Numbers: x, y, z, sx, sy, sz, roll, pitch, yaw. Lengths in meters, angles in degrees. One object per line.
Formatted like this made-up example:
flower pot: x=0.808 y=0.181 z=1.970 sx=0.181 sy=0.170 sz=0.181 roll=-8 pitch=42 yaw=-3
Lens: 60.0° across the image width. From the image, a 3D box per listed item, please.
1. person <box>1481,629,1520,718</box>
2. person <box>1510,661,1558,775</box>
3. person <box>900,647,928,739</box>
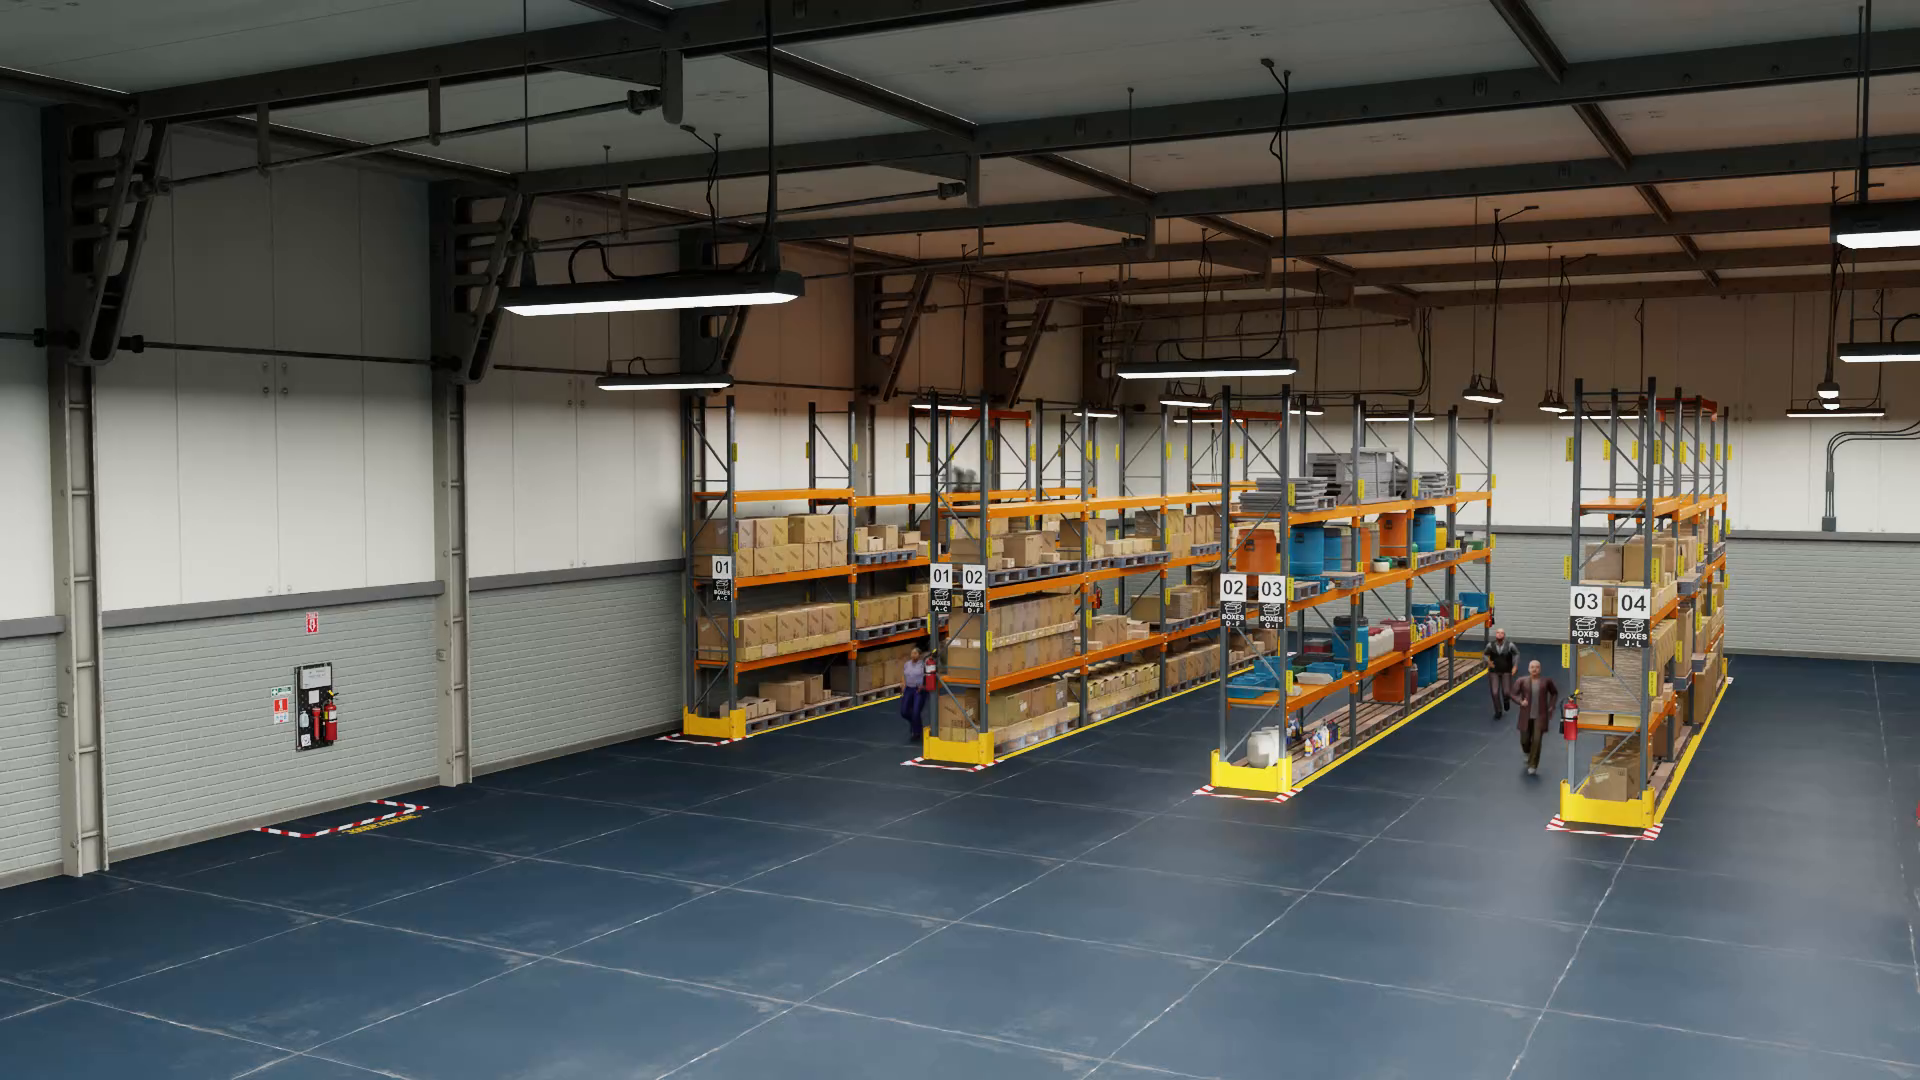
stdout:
person: x=10.188 y=2.512 z=31.355 sx=0.698 sy=1.687 sz=0.591 roll=1 pitch=3 yaw=21
person: x=8.976 y=2.751 z=26.022 sx=0.718 sy=1.746 sz=0.833 roll=1 pitch=3 yaw=19
person: x=-0.780 y=2.673 z=29.030 sx=0.588 sy=1.600 sz=0.543 roll=1 pitch=3 yaw=22
